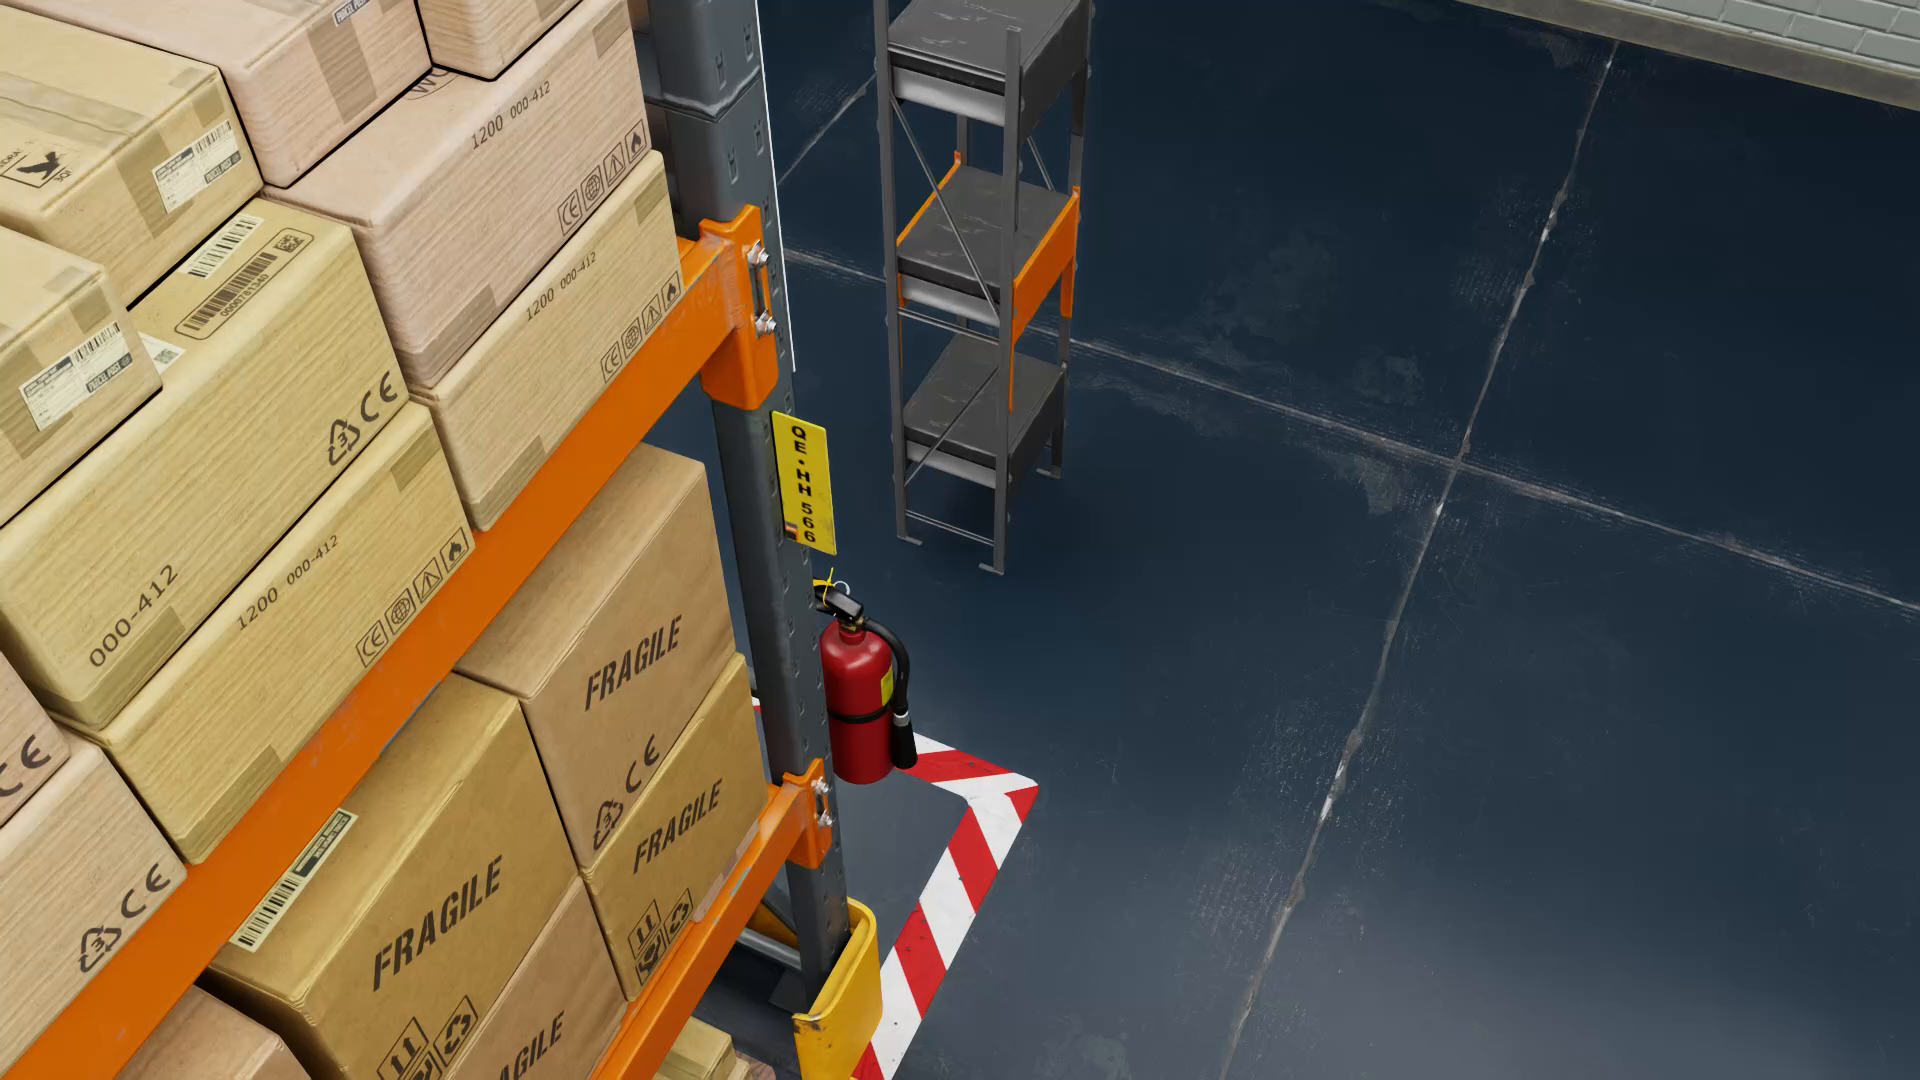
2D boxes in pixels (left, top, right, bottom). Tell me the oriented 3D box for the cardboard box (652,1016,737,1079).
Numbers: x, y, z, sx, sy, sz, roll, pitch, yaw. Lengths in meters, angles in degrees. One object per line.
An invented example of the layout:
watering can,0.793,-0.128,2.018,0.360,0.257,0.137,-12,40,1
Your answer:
cardboard box,-0.759,1.231,3.938,0.380,0.149,0.250,20,53,16

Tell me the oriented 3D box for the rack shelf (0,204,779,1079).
rack shelf,-1.617,0.827,1.579,1.077,0.370,4.000,20,52,16

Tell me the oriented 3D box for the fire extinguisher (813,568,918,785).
fire extinguisher,-0.237,0.312,3.811,0.296,0.674,0.183,20,52,16

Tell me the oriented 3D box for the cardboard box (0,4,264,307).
cardboard box,-0.941,-0.386,1.648,0.380,0.149,0.250,18,52,15

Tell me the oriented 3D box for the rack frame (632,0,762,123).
rack frame,-0.762,-1.755,1.335,1.000,3.000,0.127,20,52,16

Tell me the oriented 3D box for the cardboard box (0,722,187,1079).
cardboard box,-1.153,0.356,1.607,0.500,0.250,0.500,22,53,18

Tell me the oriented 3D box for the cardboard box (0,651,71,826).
cardboard box,-1.168,0.208,1.404,0.500,0.250,0.500,21,53,17

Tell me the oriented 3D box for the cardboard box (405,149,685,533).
cardboard box,-0.717,-0.335,2.194,0.500,0.250,0.500,19,52,15

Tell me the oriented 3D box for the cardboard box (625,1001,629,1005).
cardboard box,-0.786,0.746,3.311,0.380,0.149,0.250,20,52,16

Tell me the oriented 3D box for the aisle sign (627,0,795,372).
aisle sign,-0.460,-0.606,2.589,0.394,0.787,0.004,20,52,16

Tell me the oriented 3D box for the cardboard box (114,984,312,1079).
cardboard box,-1.163,0.842,2.146,0.500,0.500,0.500,22,53,18

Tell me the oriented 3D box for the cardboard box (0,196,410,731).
cardboard box,-0.946,-0.144,1.703,0.500,0.250,0.500,19,52,15

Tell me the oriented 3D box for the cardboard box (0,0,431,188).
cardboard box,-0.813,-0.556,1.793,0.380,0.149,0.250,20,53,17

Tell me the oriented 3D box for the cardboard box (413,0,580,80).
cardboard box,-0.639,-0.701,1.916,0.380,0.149,0.250,19,52,16

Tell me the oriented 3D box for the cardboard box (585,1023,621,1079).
cardboard box,-0.880,0.924,3.159,0.380,0.149,0.250,19,52,16

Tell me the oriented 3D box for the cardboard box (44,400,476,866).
cardboard box,-0.929,0.019,1.893,0.500,0.250,0.500,20,52,16

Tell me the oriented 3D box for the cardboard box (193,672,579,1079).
cardboard box,-0.949,0.481,2.453,0.500,0.500,0.500,18,52,15

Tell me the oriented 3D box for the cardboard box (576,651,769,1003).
cardboard box,-0.722,0.454,3.134,0.500,0.500,0.500,21,53,17

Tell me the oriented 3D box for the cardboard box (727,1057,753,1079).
cardboard box,-0.730,1.337,4.044,0.380,0.149,0.250,19,52,15

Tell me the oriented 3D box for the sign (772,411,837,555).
sign,-0.269,-0.094,2.893,0.100,0.325,0.005,20,52,16

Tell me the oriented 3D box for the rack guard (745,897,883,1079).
rack guard,-0.795,1.052,4.527,1.175,0.500,0.348,20,52,16

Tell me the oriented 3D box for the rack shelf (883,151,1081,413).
rack shelf,0.071,-0.786,5.058,0.431,0.518,0.480,20,52,16

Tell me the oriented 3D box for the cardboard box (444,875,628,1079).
cardboard box,-0.946,0.807,2.833,0.500,0.500,0.500,19,52,16

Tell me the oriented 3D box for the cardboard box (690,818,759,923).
cardboard box,-0.646,0.587,3.446,0.380,0.149,0.250,20,52,16

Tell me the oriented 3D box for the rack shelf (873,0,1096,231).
rack shelf,0.071,-1.239,4.525,0.431,0.518,0.480,20,52,16

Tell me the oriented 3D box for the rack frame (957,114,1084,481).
rack frame,0.175,-0.962,5.190,0.400,2.100,0.015,20,52,16

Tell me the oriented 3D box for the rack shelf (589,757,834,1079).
rack shelf,-1.617,1.800,2.722,1.077,0.370,4.000,20,52,16

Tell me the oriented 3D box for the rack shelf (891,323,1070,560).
rack shelf,0.071,-0.332,5.591,0.431,0.518,0.480,20,52,16

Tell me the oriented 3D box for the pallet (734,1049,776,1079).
pallet,-1.174,1.693,4.171,1.003,0.211,1.213,20,52,16

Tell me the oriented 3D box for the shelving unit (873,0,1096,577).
shelving unit,0.071,-0.794,5.047,0.431,2.100,0.503,20,52,16

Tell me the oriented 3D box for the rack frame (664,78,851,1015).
rack frame,-0.762,0.189,3.619,1.000,3.000,0.127,20,52,16

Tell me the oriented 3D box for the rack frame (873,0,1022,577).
rack frame,-0.034,-0.626,4.904,0.400,2.100,0.015,20,52,16

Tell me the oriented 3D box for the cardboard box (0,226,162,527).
cardboard box,-0.956,-0.169,1.463,0.380,0.149,0.250,21,53,17

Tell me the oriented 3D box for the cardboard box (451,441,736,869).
cardboard box,-0.733,0.132,2.750,0.500,0.500,0.500,19,52,15

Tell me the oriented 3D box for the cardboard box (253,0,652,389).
cardboard box,-0.729,-0.496,2.003,0.500,0.250,0.500,18,52,15
